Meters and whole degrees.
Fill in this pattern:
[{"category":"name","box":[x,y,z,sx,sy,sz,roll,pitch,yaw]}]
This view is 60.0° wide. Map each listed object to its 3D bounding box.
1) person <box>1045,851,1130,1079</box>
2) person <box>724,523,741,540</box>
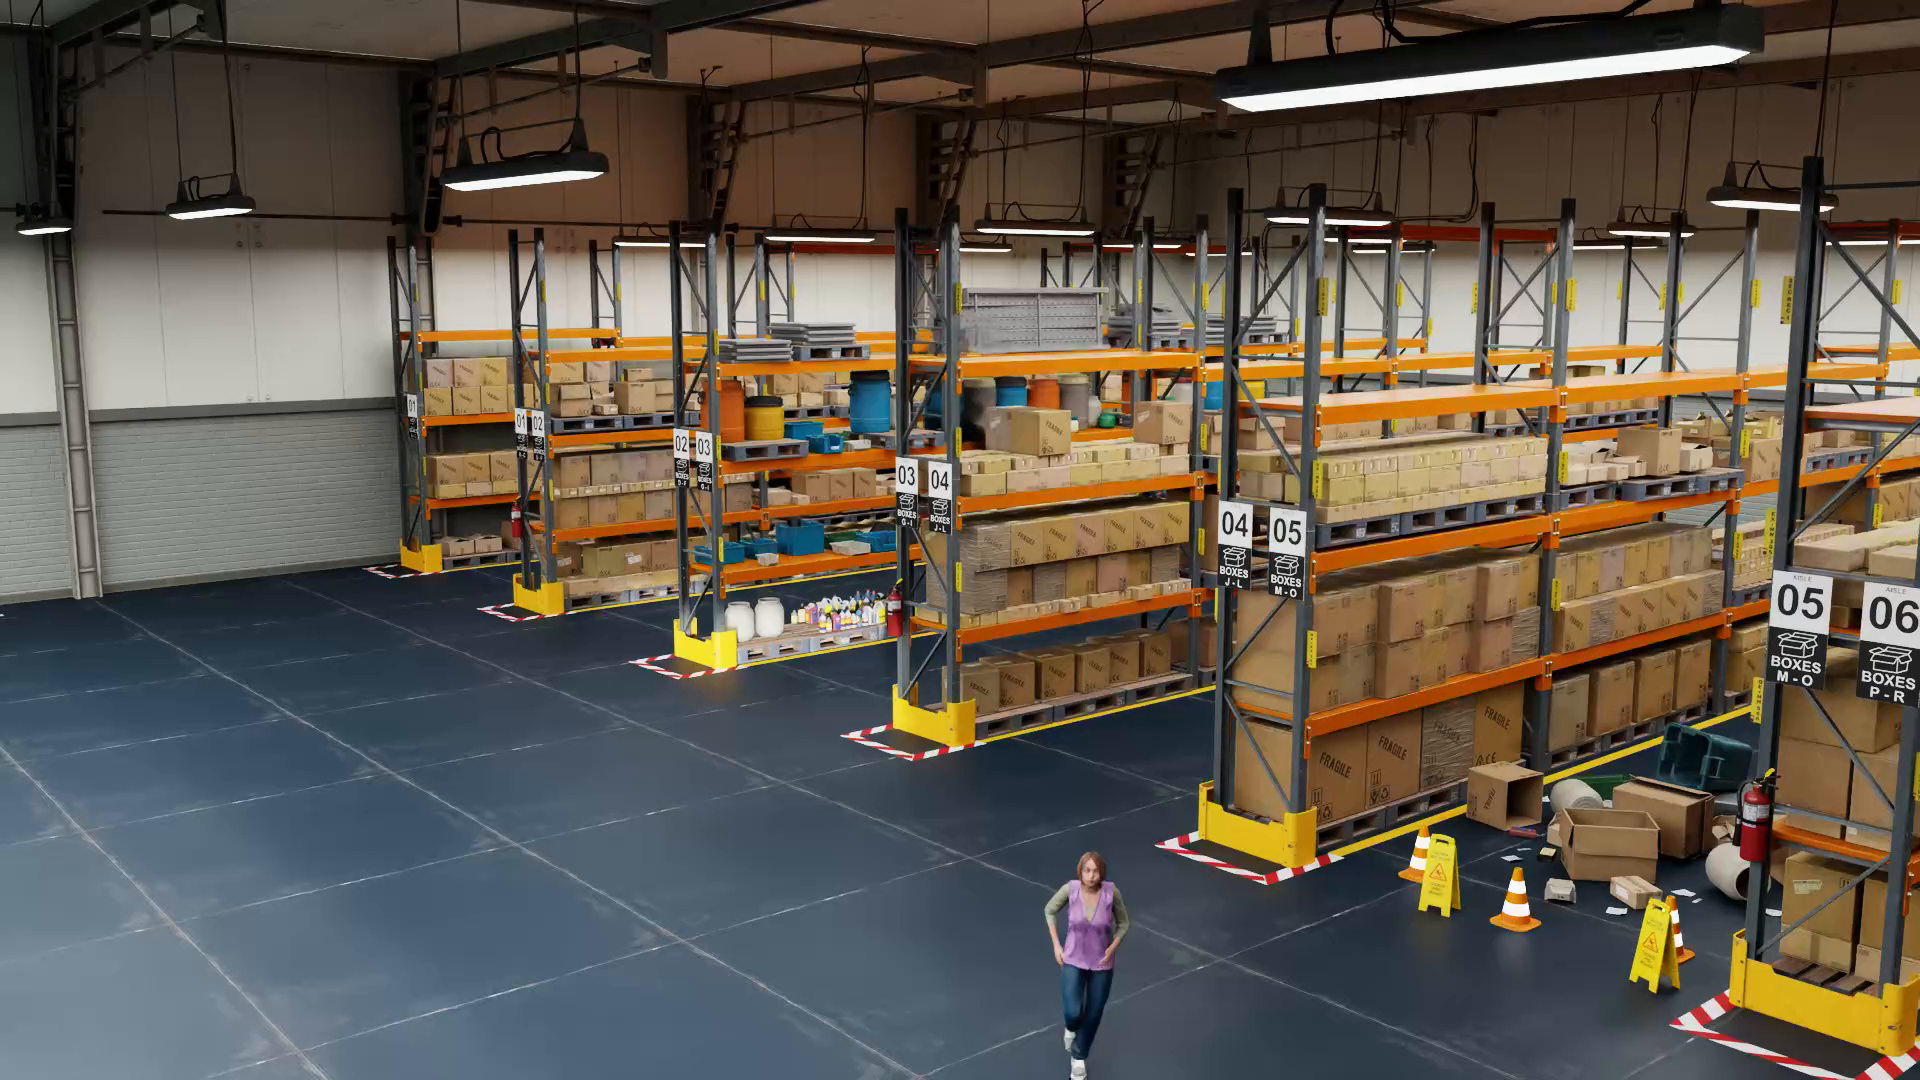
[{"category":"person","box":[0.827,2.765,10.805,0.546,1.557,0.518,0,9,1]},{"category":"person","box":[-4.212,-0.358,31.070,0.522,1.554,0.598,7,11,37]}]
